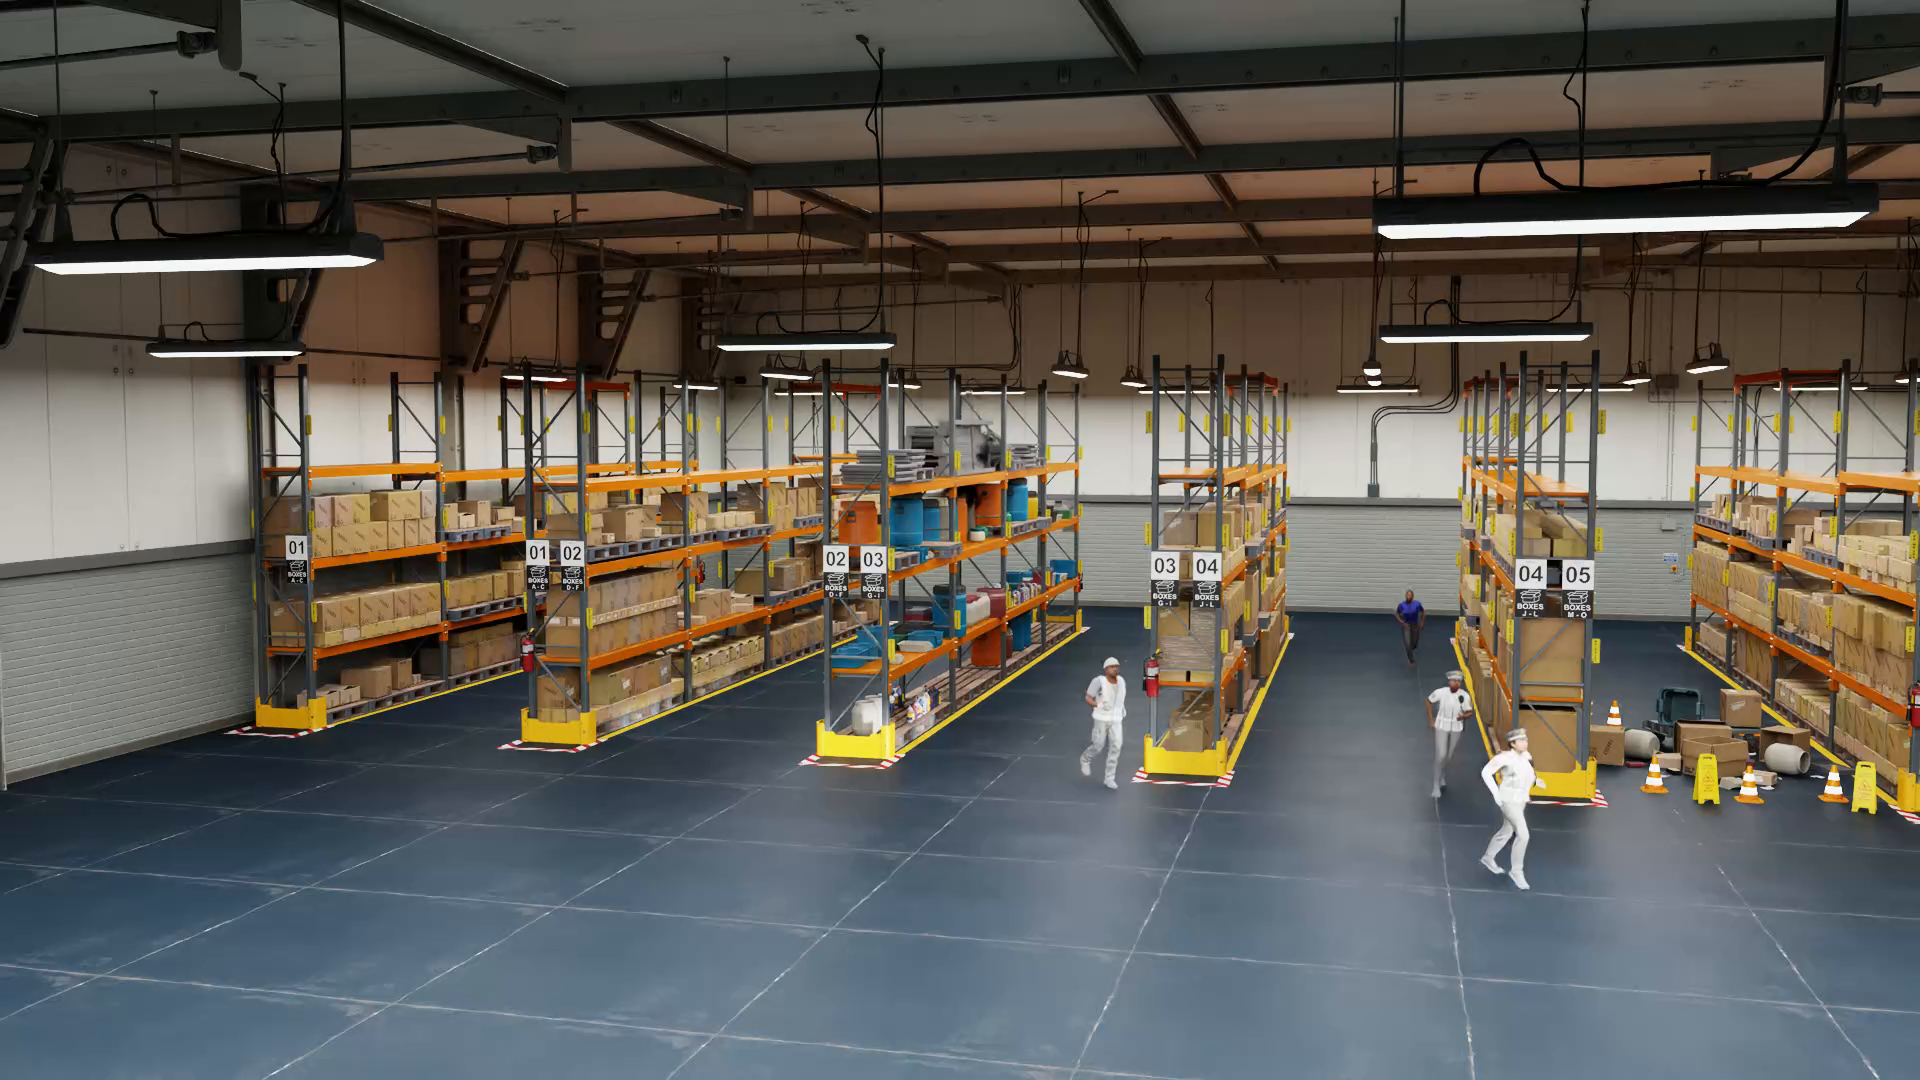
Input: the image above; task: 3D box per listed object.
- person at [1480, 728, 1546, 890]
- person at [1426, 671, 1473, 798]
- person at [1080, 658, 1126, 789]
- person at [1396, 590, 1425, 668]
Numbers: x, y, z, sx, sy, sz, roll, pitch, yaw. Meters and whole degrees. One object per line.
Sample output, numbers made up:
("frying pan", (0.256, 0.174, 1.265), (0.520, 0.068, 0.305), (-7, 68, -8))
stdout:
("person", (6.051, 2.901, 18.236), (0.606, 1.749, 0.753), (-3, 5, -37))
("person", (6.675, 2.617, 22.666), (0.585, 1.736, 0.775), (0, 4, 3))
("person", (2.056, 2.522, 23.218), (0.690, 1.784, 0.879), (-2, 4, -21))
("person", (9.366, 1.840, 34.576), (0.605, 1.613, 0.612), (1, 4, 10))
